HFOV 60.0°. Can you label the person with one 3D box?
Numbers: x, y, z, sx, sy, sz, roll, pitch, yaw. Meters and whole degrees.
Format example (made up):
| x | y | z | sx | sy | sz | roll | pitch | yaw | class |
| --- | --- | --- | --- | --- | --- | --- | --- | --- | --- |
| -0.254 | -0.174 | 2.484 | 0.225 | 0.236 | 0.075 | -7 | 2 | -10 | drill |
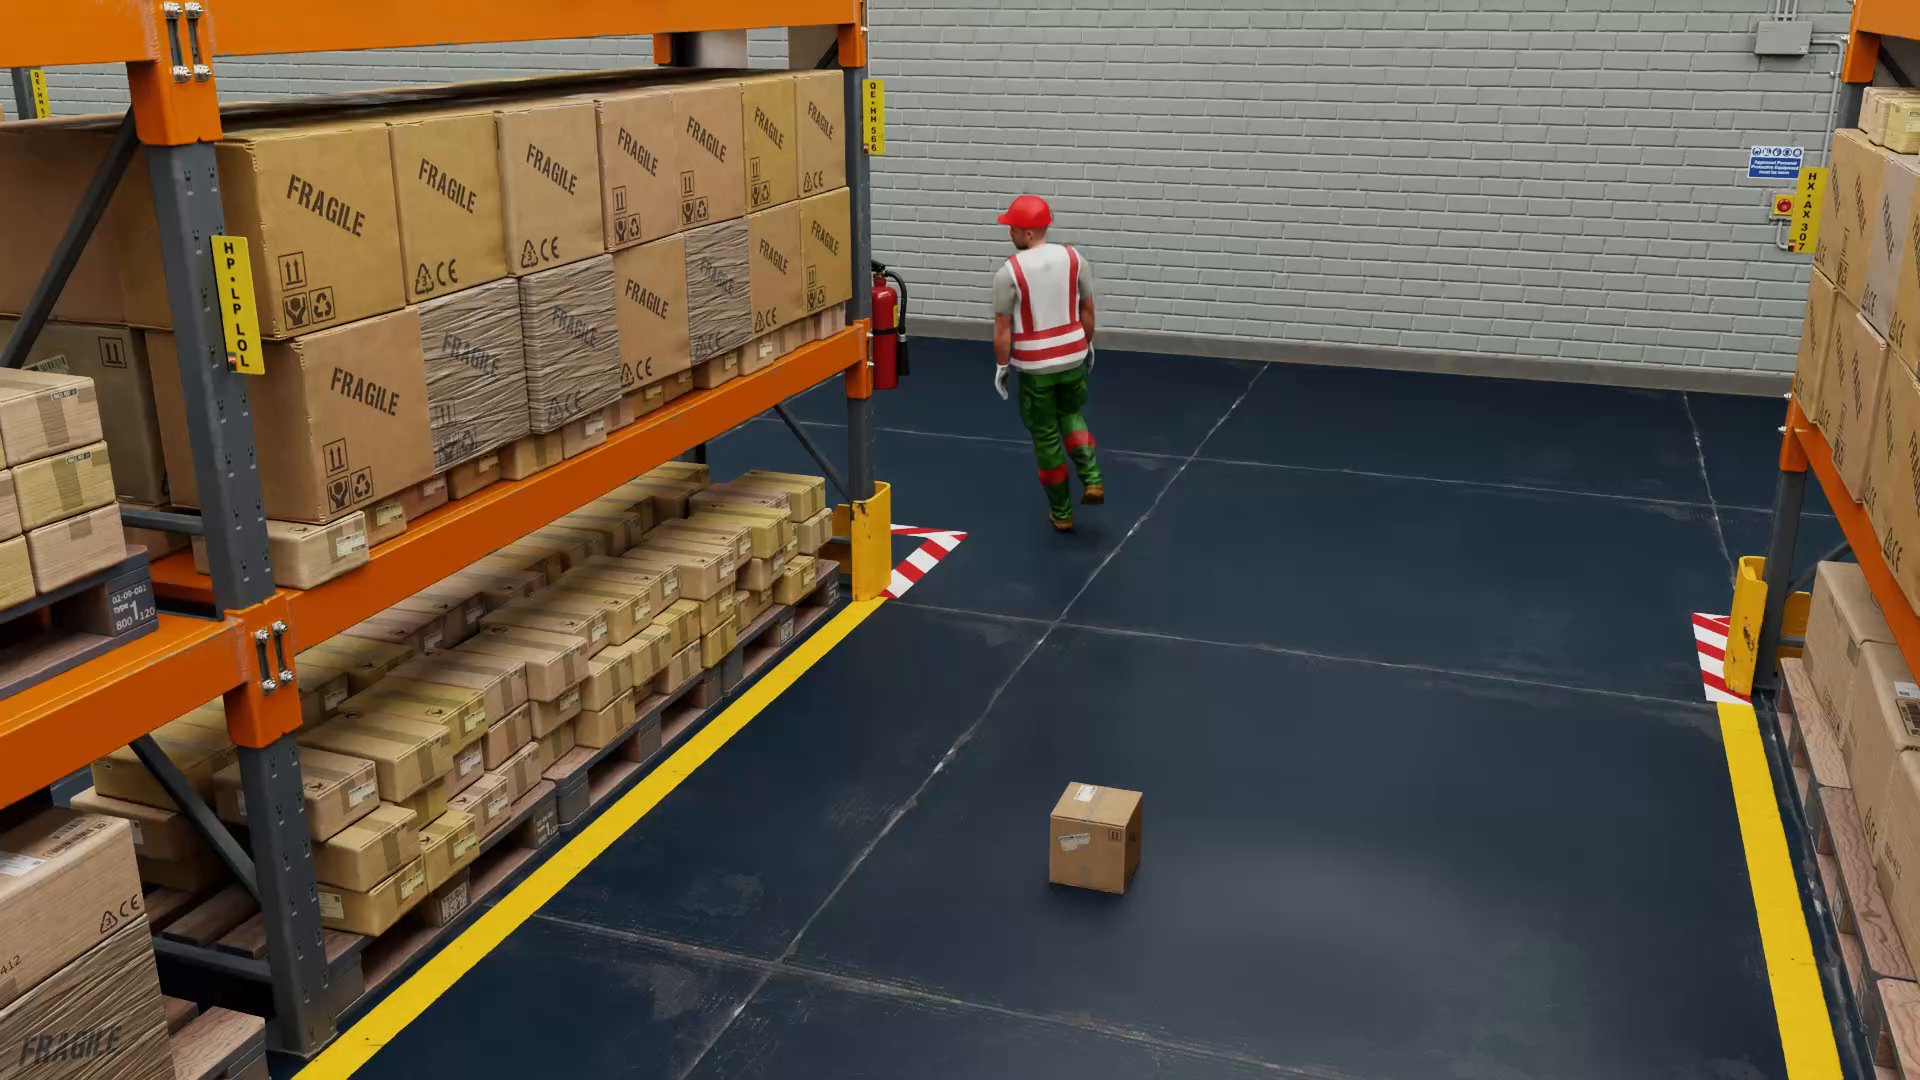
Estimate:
| x | y | z | sx | sy | sz | roll | pitch | yaw | class |
| --- | --- | --- | --- | --- | --- | --- | --- | --- | --- |
| 0.453 | -0.926 | 8.746 | 0.658 | 1.777 | 0.438 | -5 | 19 | -16 | person |
